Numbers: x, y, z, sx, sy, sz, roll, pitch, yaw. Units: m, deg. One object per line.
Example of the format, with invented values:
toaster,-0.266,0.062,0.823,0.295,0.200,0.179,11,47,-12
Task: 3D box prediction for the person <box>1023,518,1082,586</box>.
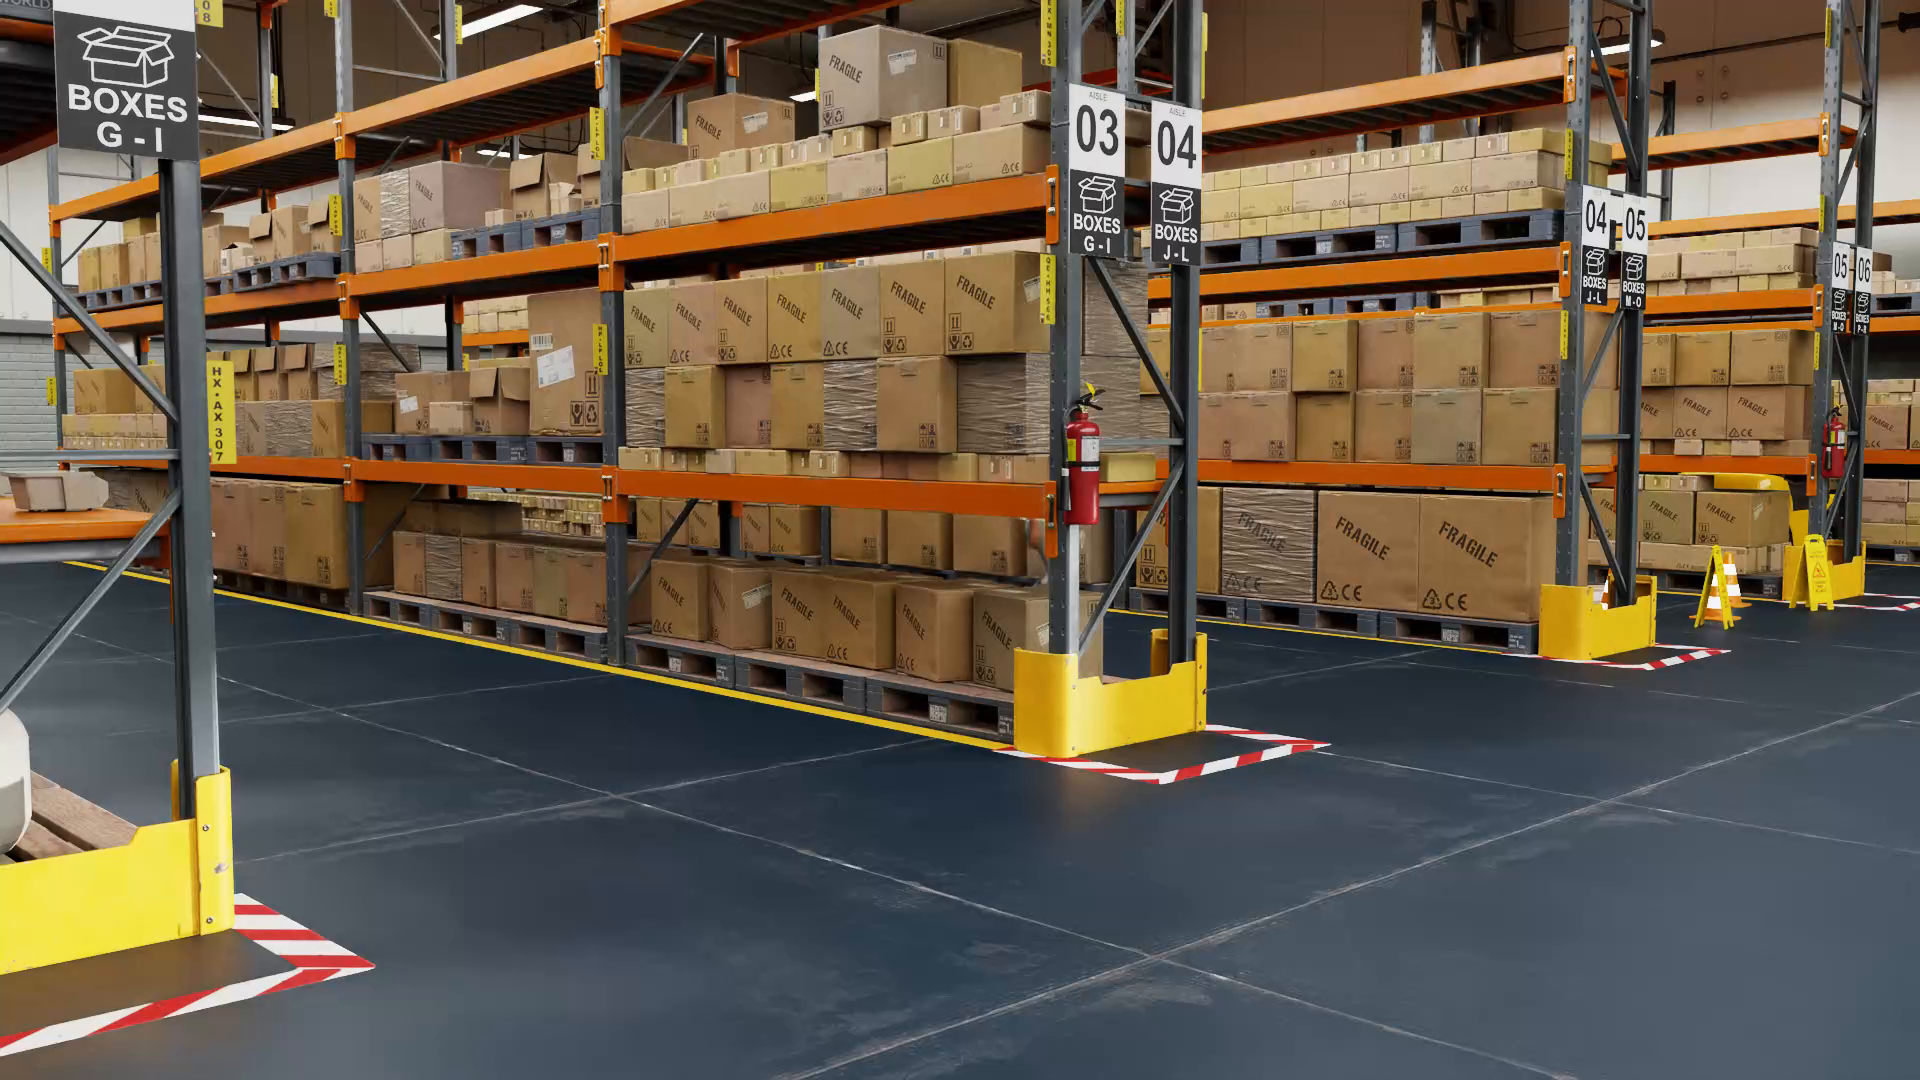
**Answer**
person,0.684,-0.078,11.945,0.442,1.680,0.486,2,4,23
